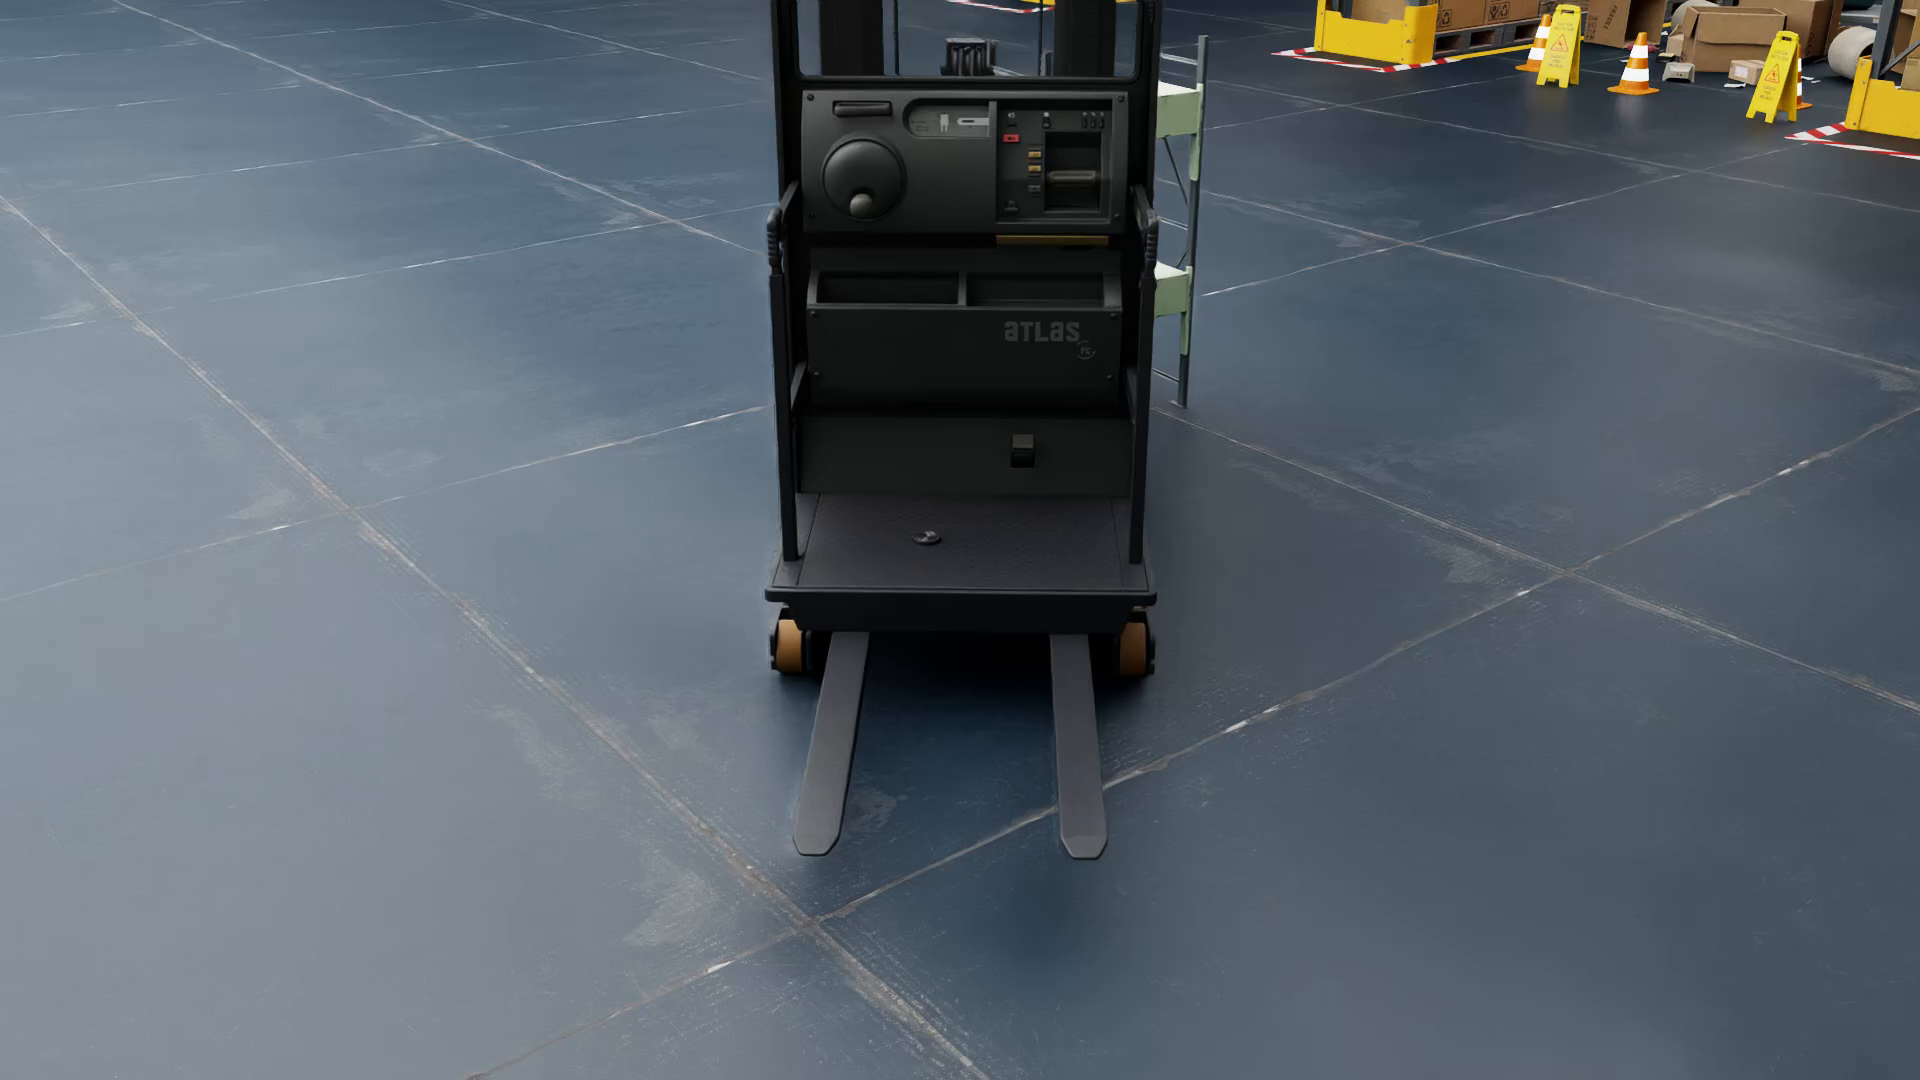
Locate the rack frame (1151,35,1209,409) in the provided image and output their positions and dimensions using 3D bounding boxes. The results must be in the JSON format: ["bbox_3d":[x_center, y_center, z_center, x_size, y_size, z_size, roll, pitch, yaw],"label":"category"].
[{"bbox_3d":[0.829,-1.298,6.765,0.023,1.500,0.400,-15,29,-29],"label":"rack frame"}]

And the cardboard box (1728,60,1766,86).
[{"bbox_3d":[6.761,-3.972,14.131,0.250,0.149,0.380,-3,25,-7],"label":"cardboard box"}]

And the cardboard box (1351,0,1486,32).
[{"bbox_3d":[4.336,-5.294,15.618,0.875,0.875,0.875,-18,30,-34],"label":"cardboard box"}]

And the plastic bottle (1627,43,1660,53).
[{"bbox_3d":[6.452,-4.636,15.667,0.283,0.061,0.133,15,29,29],"label":"plastic bottle"}]

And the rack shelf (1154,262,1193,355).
[{"bbox_3d":[0.519,-0.921,6.726,0.720,0.370,0.431,-15,29,-29],"label":"rack shelf"}]

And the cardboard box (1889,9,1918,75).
[{"bbox_3d":[8.442,-4.334,14.492,0.500,0.500,0.500,1,25,2],"label":"cardboard box"}]

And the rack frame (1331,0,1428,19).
[{"bbox_3d":[3.843,-5.869,14.833,0.127,3.000,1.000,-18,31,-34],"label":"rack frame"}]

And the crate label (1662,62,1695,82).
[{"bbox_3d":[6.147,-4.000,14.207,0.250,0.136,0.298,10,27,20],"label":"crate label"}]

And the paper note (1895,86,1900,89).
[{"bbox_3d":[7.780,-3.781,13.860,0.142,0.019,0.148,15,29,29],"label":"paper note"}]

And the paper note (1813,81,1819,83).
[{"bbox_3d":[7.278,-3.898,14.136,0.123,0.001,0.032,-18,31,-34],"label":"paper note"}]

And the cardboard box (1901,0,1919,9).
[{"bbox_3d":[9.002,-5.086,15.216,0.500,0.500,0.500,-18,31,-34],"label":"cardboard box"}]

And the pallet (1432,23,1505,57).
[{"bbox_3d":[4.424,-4.838,15.923,1.213,0.211,1.003,-18,31,-34],"label":"pallet"}]

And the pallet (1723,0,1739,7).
[{"bbox_3d":[8.512,-6.187,18.831,1.213,0.211,1.003,-18,31,-34],"label":"pallet"}]

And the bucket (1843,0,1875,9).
[{"bbox_3d":[8.306,-5.314,15.719,0.620,0.611,0.726,2,23,-21],"label":"bucket"}]

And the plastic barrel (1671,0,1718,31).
[{"bbox_3d":[7.044,-4.937,15.884,0.421,0.421,0.512,1,25,2],"label":"plastic barrel"}]

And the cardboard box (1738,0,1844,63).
[{"bbox_3d":[7.527,-4.725,15.173,0.503,0.637,0.797,-18,31,-34],"label":"cardboard box"}]

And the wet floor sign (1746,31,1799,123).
[{"bbox_3d":[6.167,-3.493,12.509,0.232,0.644,0.267,-8,26,-16],"label":"wet floor sign"}]

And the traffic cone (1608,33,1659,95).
[{"bbox_3d":[5.567,-3.923,13.654,0.334,0.463,0.336,-18,31,-34],"label":"traffic cone"}]

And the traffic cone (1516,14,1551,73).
[{"bbox_3d":[5.137,-4.386,14.651,0.334,0.463,0.336,-18,31,-34],"label":"traffic cone"}]

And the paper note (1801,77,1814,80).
[{"bbox_3d":[7.253,-3.979,14.302,0.142,0.019,0.148,-8,26,-16],"label":"paper note"}]

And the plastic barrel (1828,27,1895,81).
[{"bbox_3d":[7.668,-4.125,14.135,0.421,0.421,0.512,1,25,2],"label":"plastic barrel"}]

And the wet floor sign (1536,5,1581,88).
[{"bbox_3d":[5.042,-4.138,13.899,0.267,0.644,0.232,21,32,37],"label":"wet floor sign"}]

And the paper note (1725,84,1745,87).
[{"bbox_3d":[6.492,-3.814,13.931,0.148,0.019,0.142,15,29,29],"label":"paper note"}]

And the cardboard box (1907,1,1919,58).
[{"bbox_3d":[7.446,-3.833,12.323,0.500,0.500,0.500,-18,30,-34],"label":"cardboard box"}]

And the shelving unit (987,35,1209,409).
[{"bbox_3d":[0.519,-1.216,6.589,0.755,1.500,0.431,-15,29,-29],"label":"shelving unit"}]

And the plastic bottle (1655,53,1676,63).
[{"bbox_3d":[6.435,-4.396,15.149,0.133,0.061,0.283,15,29,29],"label":"plastic bottle"}]

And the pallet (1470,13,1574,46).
[{"bbox_3d":[5.383,-5.153,16.602,1.213,0.211,1.003,-18,31,-34],"label":"pallet"}]

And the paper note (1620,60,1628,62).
[{"bbox_3d":[6.091,-4.356,15.101,0.142,0.017,0.144,-8,26,-16],"label":"paper note"}]

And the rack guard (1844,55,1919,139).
[{"bbox_3d":[7.036,-3.141,11.925,0.348,0.500,1.175,-18,31,-34],"label":"rack guard"}]

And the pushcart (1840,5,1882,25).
[{"bbox_3d":[8.678,-4.847,15.746,1.648,0.377,0.936,15,29,29],"label":"pushcart"}]

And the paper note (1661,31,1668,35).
[{"bbox_3d":[7.020,-5.087,16.674,0.147,0.020,0.142,5,25,11],"label":"paper note"}]

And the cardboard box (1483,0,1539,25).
[{"bbox_3d":[5.027,-5.523,16.112,0.875,0.875,0.875,-19,31,-35],"label":"cardboard box"}]

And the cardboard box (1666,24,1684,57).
[{"bbox_3d":[6.774,-4.611,15.371,0.258,0.266,0.396,-13,28,-25],"label":"cardboard box"}]

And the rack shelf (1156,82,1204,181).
[{"bbox_3d":[0.519,-1.570,6.425,0.720,0.370,0.431,-15,29,-29],"label":"rack shelf"}]

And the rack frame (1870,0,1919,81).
[{"bbox_3d":[6.977,-4.255,11.356,0.127,3.000,1.000,-18,31,-34],"label":"rack frame"}]

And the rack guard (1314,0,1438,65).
[{"bbox_3d":[3.824,-4.729,15.346,0.348,0.500,1.175,-18,31,-34],"label":"rack guard"}]

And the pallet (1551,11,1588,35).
[{"bbox_3d":[6.344,-5.472,17.289,1.213,0.211,1.003,-18,31,-34],"label":"pallet"}]

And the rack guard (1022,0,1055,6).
[{"bbox_3d":[0.921,-6.424,18.999,0.348,0.500,1.175,-18,31,-34],"label":"rack guard"}]

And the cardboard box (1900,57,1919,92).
[{"bbox_3d":[7.466,-3.504,12.504,0.500,0.250,0.500,-18,31,-34],"label":"cardboard box"}]

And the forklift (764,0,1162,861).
[{"bbox_3d":[0.011,-1.060,4.553,1.130,2.935,3.031,1,25,1],"label":"forklift"}]

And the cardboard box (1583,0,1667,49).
[{"bbox_3d":[6.402,-5.032,15.996,0.500,0.500,0.500,-13,28,-25],"label":"cardboard box"}]

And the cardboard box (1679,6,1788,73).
[{"bbox_3d":[6.797,-4.418,14.672,0.797,0.503,0.637,5,25,11],"label":"cardboard box"}]

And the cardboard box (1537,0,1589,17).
[{"bbox_3d":[5.745,-5.759,16.621,0.875,0.875,0.875,-18,30,-34],"label":"cardboard box"}]

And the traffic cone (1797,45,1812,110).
[{"bbox_3d":[6.519,-3.644,13.052,0.334,0.463,0.336,-18,31,-34],"label":"traffic cone"}]

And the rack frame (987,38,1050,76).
[{"bbox_3d":[0.208,-1.135,6.413,0.023,1.500,0.400,-15,29,-29],"label":"rack frame"}]

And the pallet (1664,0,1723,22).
[{"bbox_3d":[7.551,-5.869,18.144,1.213,0.211,1.003,-18,31,-34],"label":"pallet"}]

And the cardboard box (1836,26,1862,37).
[{"bbox_3d":[8.159,-4.554,15.247,0.258,0.266,0.396,5,25,11],"label":"cardboard box"}]
